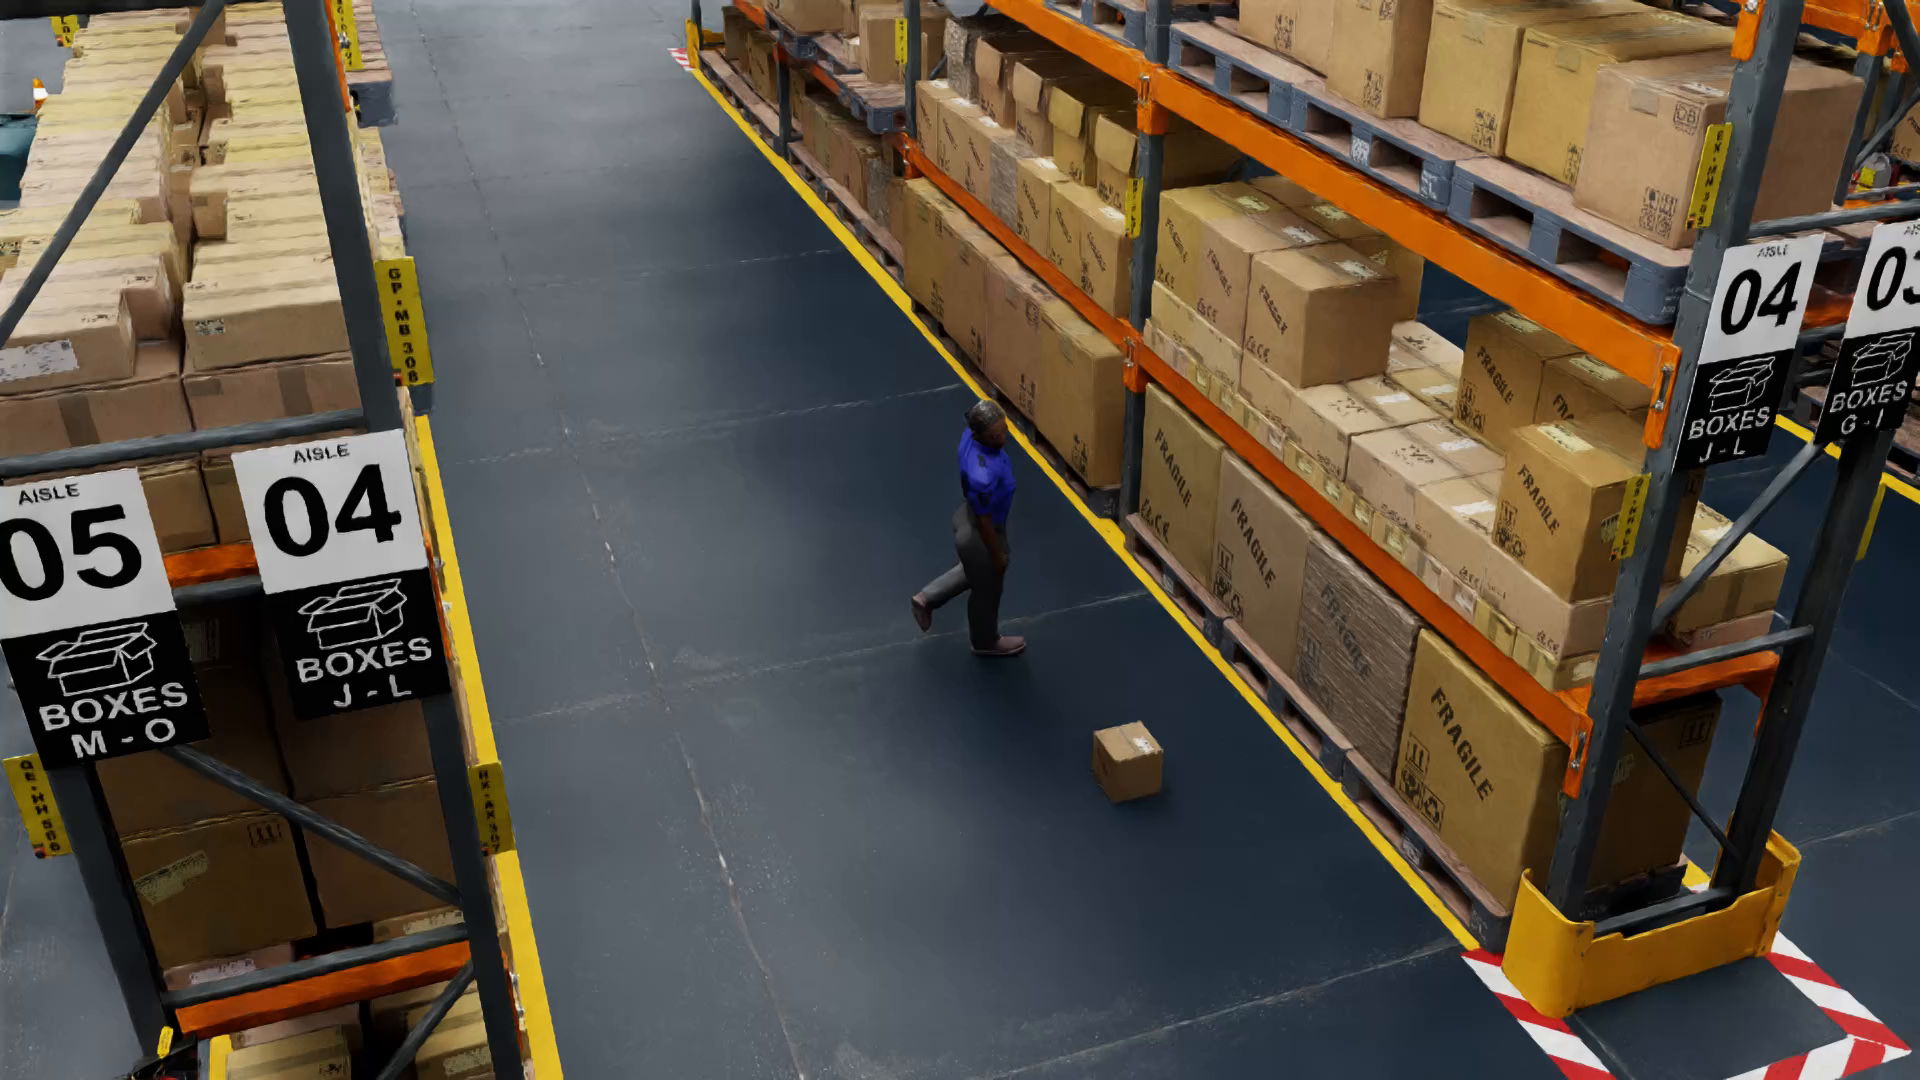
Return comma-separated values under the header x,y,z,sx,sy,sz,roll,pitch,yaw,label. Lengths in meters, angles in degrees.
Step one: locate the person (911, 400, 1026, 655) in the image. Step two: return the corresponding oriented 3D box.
x,y,z,sx,sy,sz,roll,pitch,yaw,label
0.071,-0.028,8.400,0.613,1.614,0.559,-4,30,-7,person
